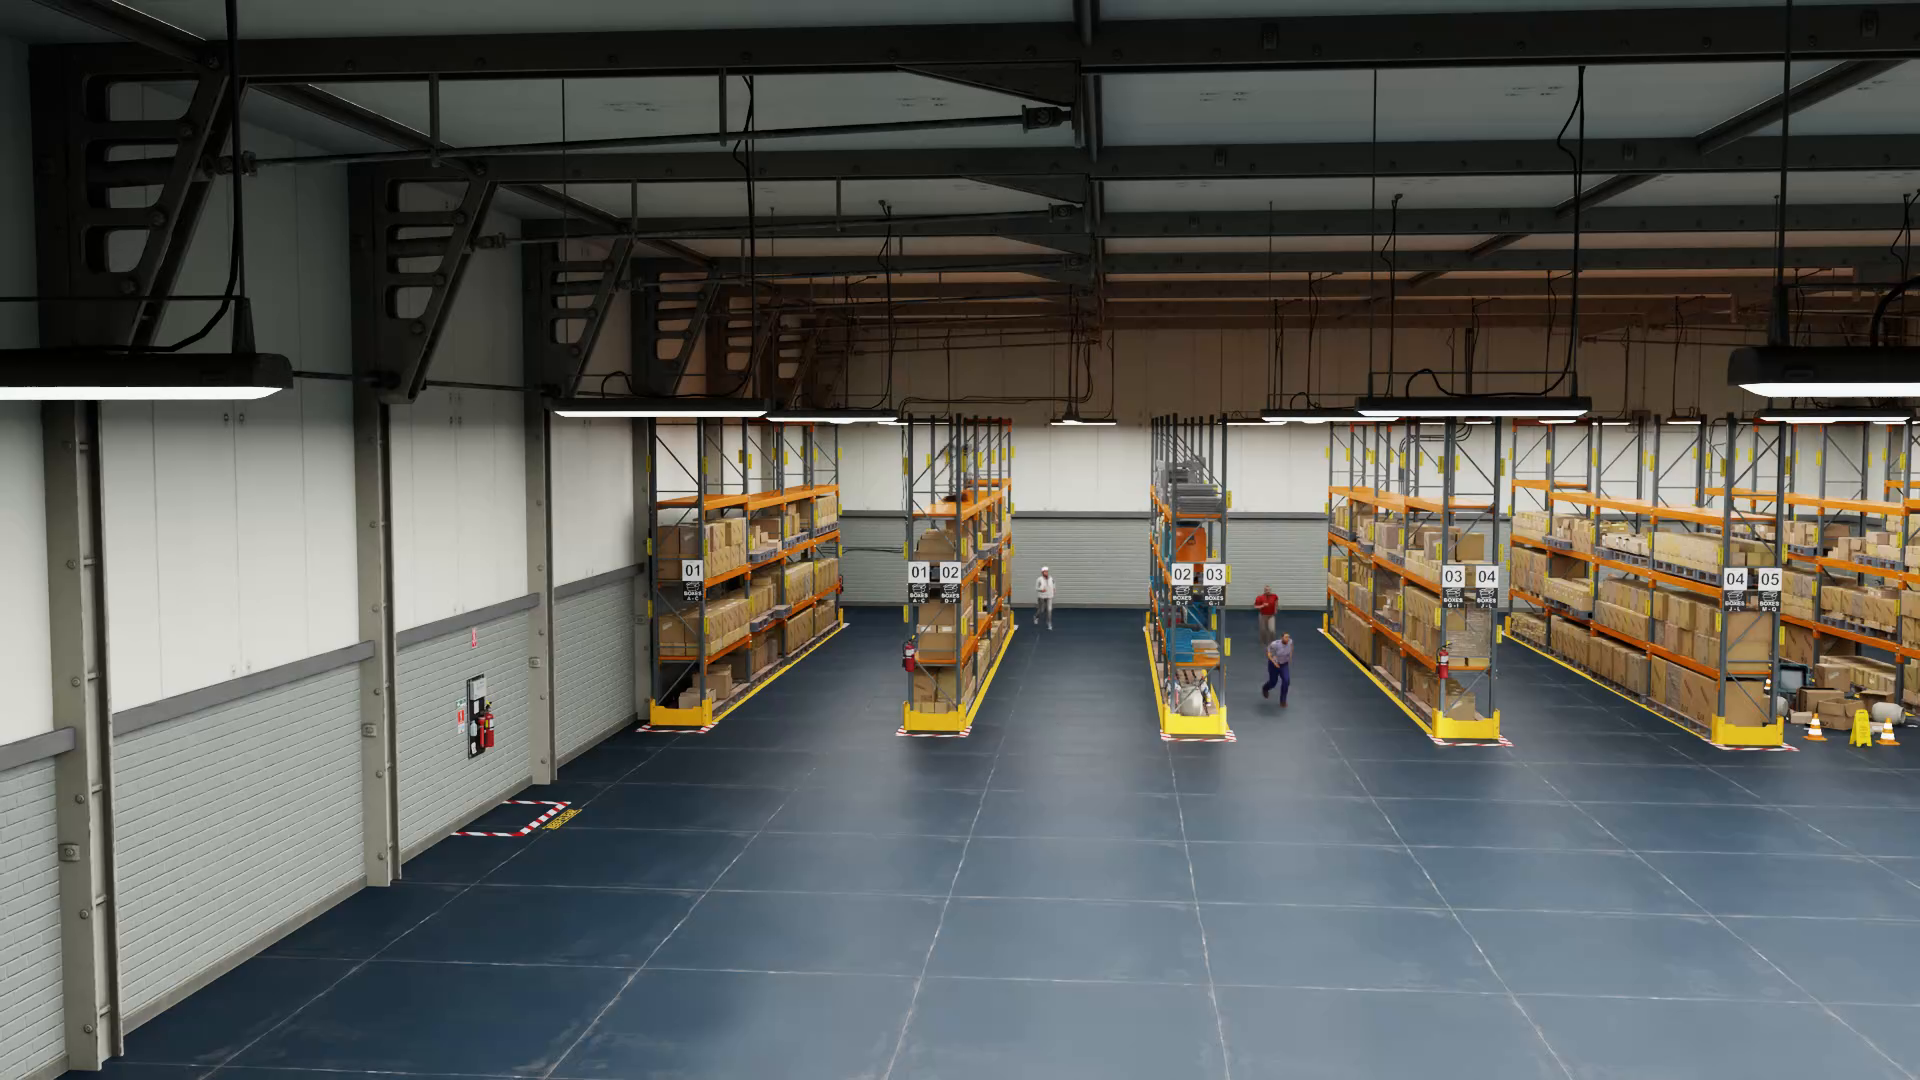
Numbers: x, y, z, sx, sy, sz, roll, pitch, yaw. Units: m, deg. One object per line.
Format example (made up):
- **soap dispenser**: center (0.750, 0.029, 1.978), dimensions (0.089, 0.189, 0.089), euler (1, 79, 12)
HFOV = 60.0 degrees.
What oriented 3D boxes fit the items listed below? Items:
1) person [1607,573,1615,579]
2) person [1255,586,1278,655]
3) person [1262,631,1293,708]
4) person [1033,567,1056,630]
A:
- **person**: center (17.684, 1.819, 45.096), dimensions (0.647, 1.843, 0.877), euler (-2, 4, -22)
- **person**: center (7.784, 2.049, 42.220), dimensions (0.641, 1.803, 0.835), euler (0, 4, 3)
- **person**: center (6.566, 2.644, 34.434), dimensions (0.632, 1.611, 0.942), euler (-2, 4, -22)
- **person**: center (2.426, 1.646, 47.499), dimensions (0.668, 1.781, 0.954), euler (-1, 4, -16)
